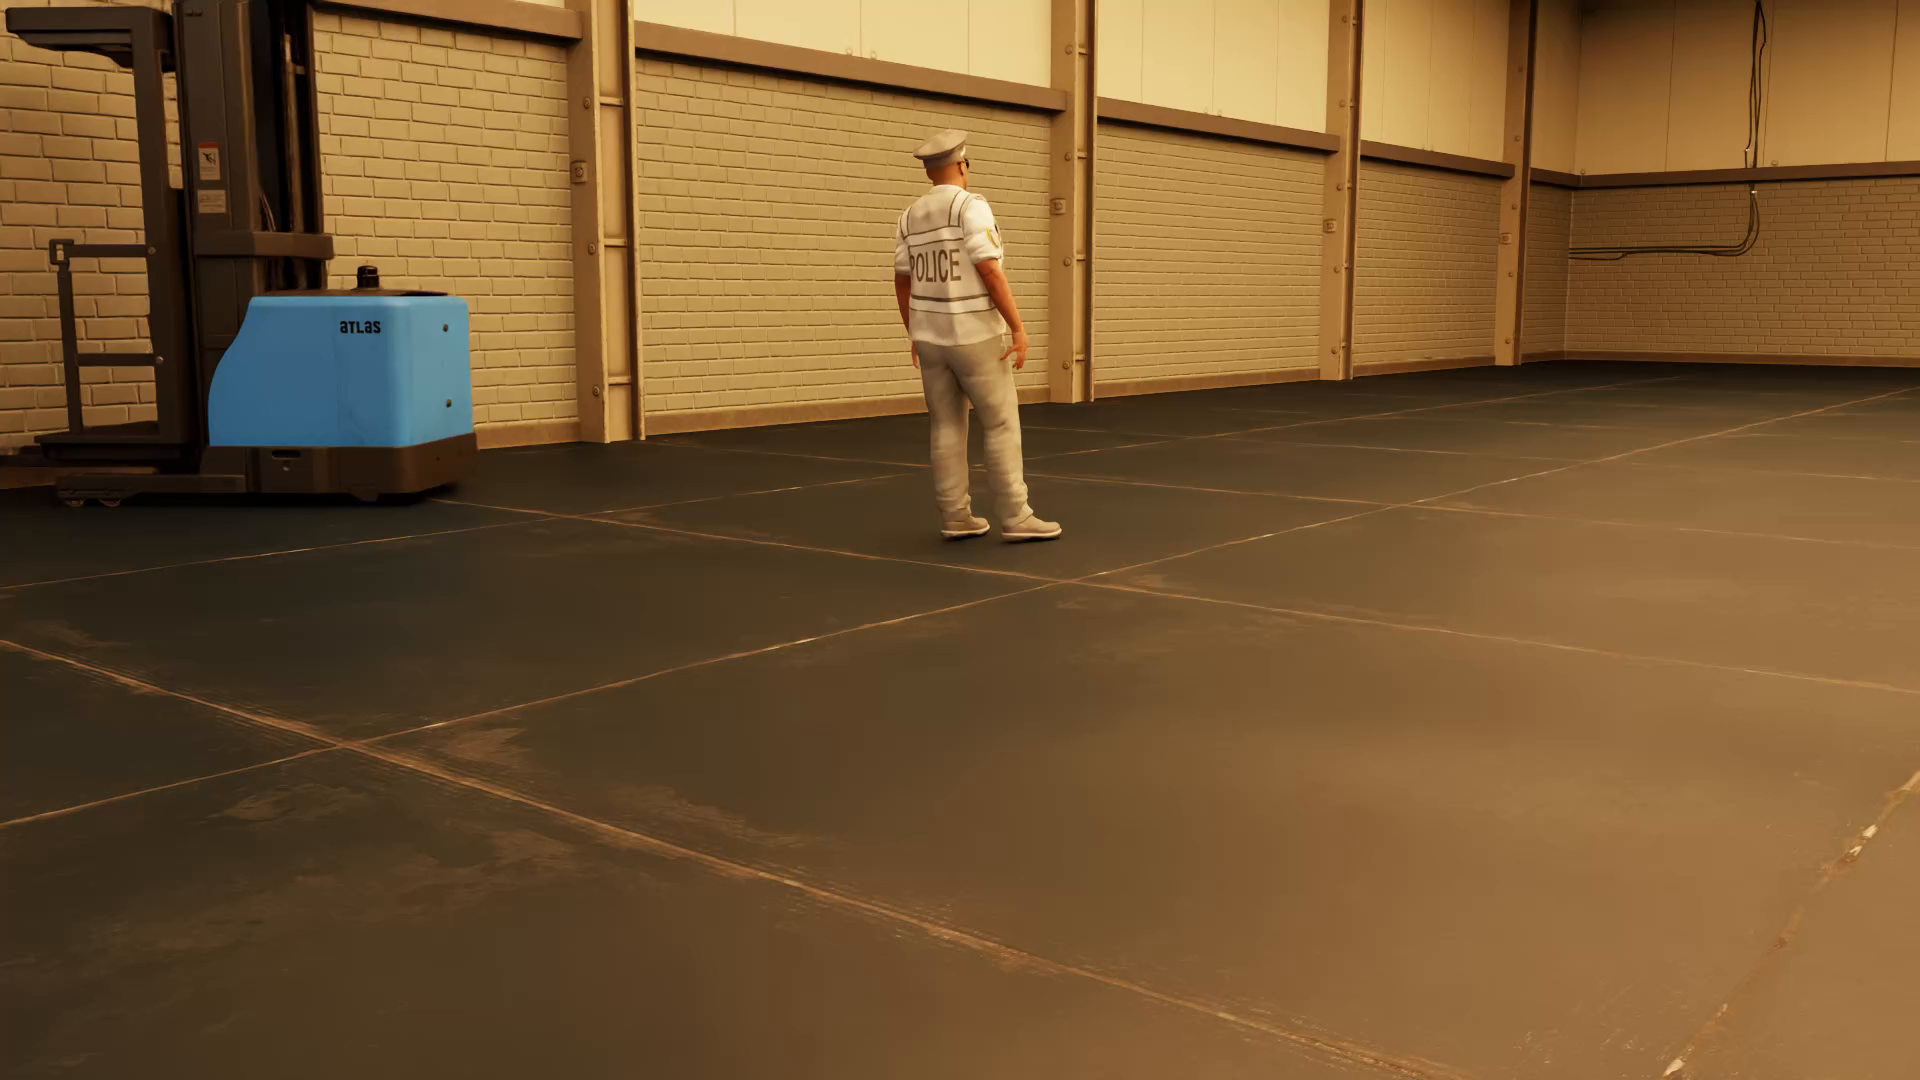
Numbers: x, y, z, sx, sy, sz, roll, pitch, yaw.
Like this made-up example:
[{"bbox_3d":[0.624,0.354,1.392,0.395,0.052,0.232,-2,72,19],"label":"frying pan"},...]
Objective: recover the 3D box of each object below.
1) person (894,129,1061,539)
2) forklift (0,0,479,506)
[{"bbox_3d":[0.058,-0.896,7.327,0.640,1.781,0.575,7,11,38],"label":"person"},{"bbox_3d":[-4.280,-1.705,8.931,3.031,2.935,1.130,1,8,4],"label":"forklift"}]
